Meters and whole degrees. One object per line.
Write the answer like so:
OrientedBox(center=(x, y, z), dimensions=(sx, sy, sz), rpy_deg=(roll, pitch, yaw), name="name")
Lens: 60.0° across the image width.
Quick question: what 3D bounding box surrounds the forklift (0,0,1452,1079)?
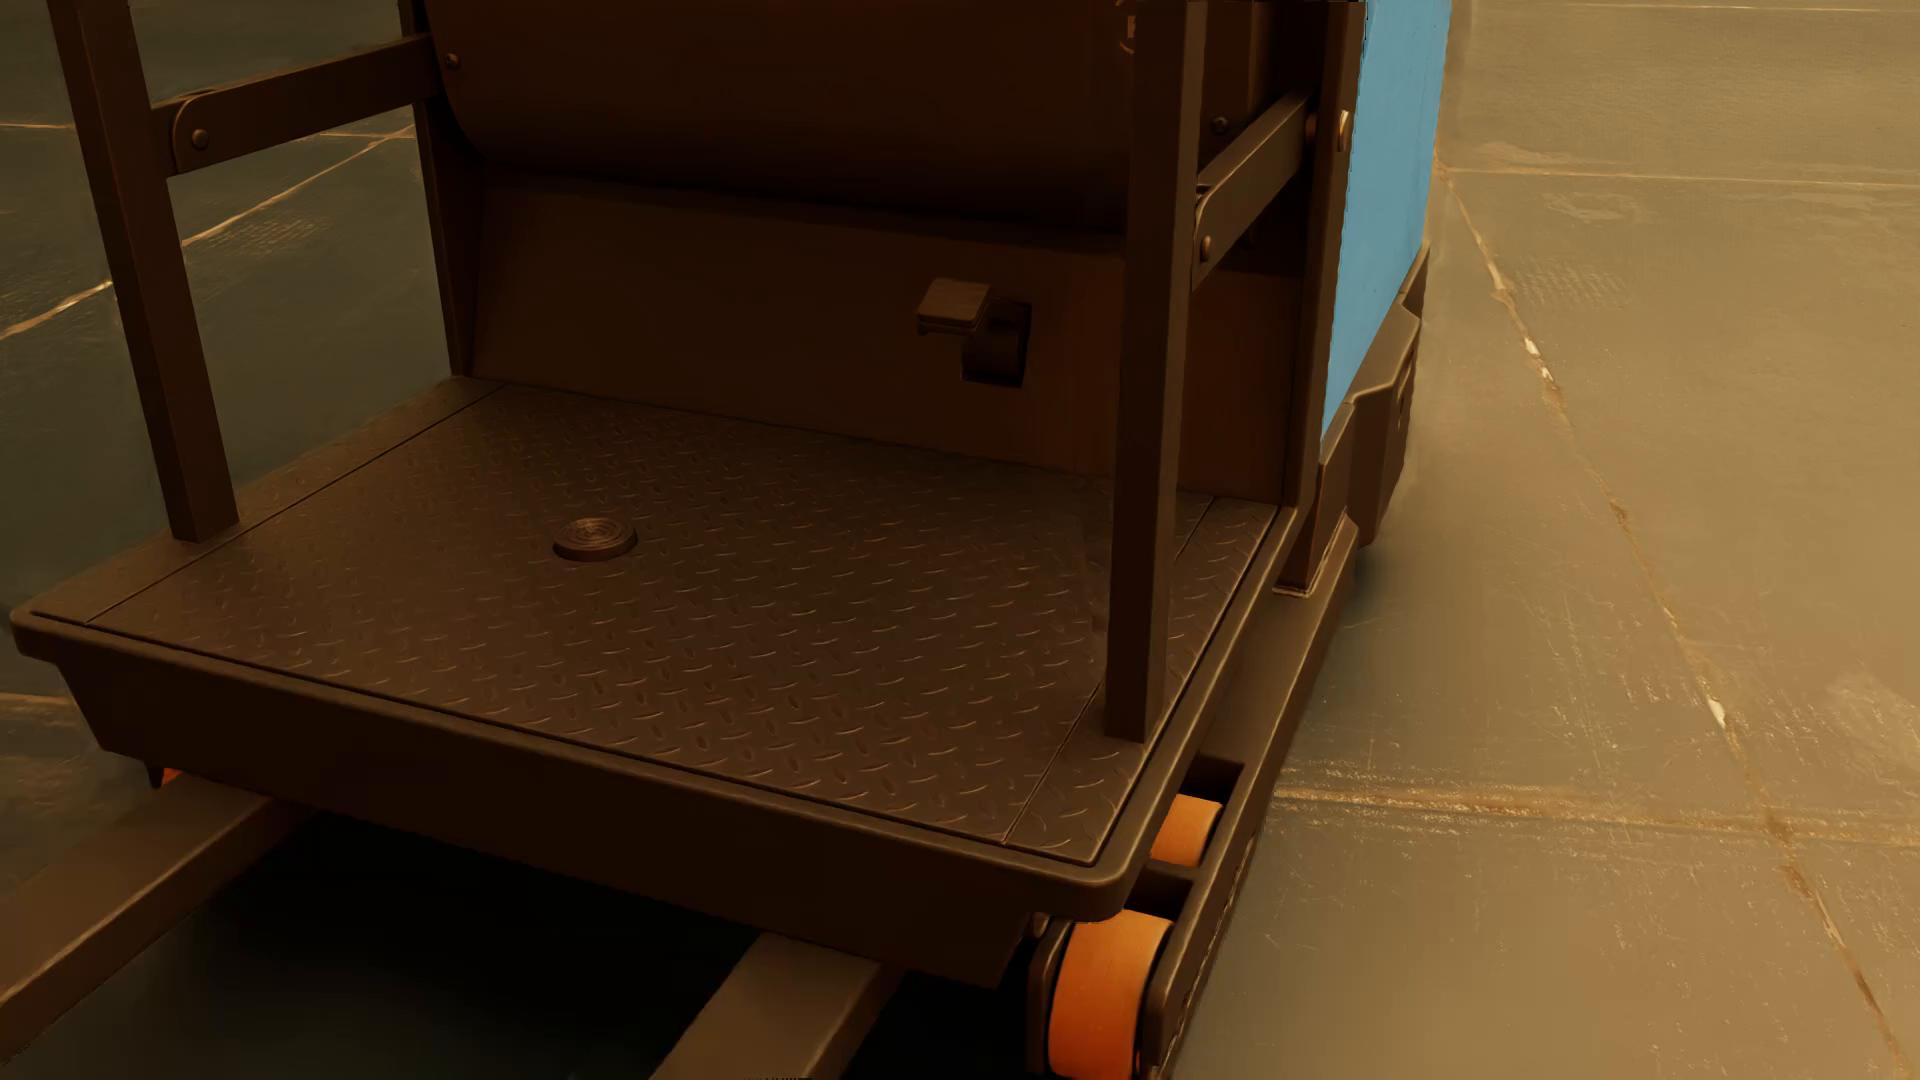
OrientedBox(center=(-0.219, -1.027, 1.275), dimensions=(1.130, 2.935, 3.031), rpy_deg=(10, 28, 19), name="forklift")
